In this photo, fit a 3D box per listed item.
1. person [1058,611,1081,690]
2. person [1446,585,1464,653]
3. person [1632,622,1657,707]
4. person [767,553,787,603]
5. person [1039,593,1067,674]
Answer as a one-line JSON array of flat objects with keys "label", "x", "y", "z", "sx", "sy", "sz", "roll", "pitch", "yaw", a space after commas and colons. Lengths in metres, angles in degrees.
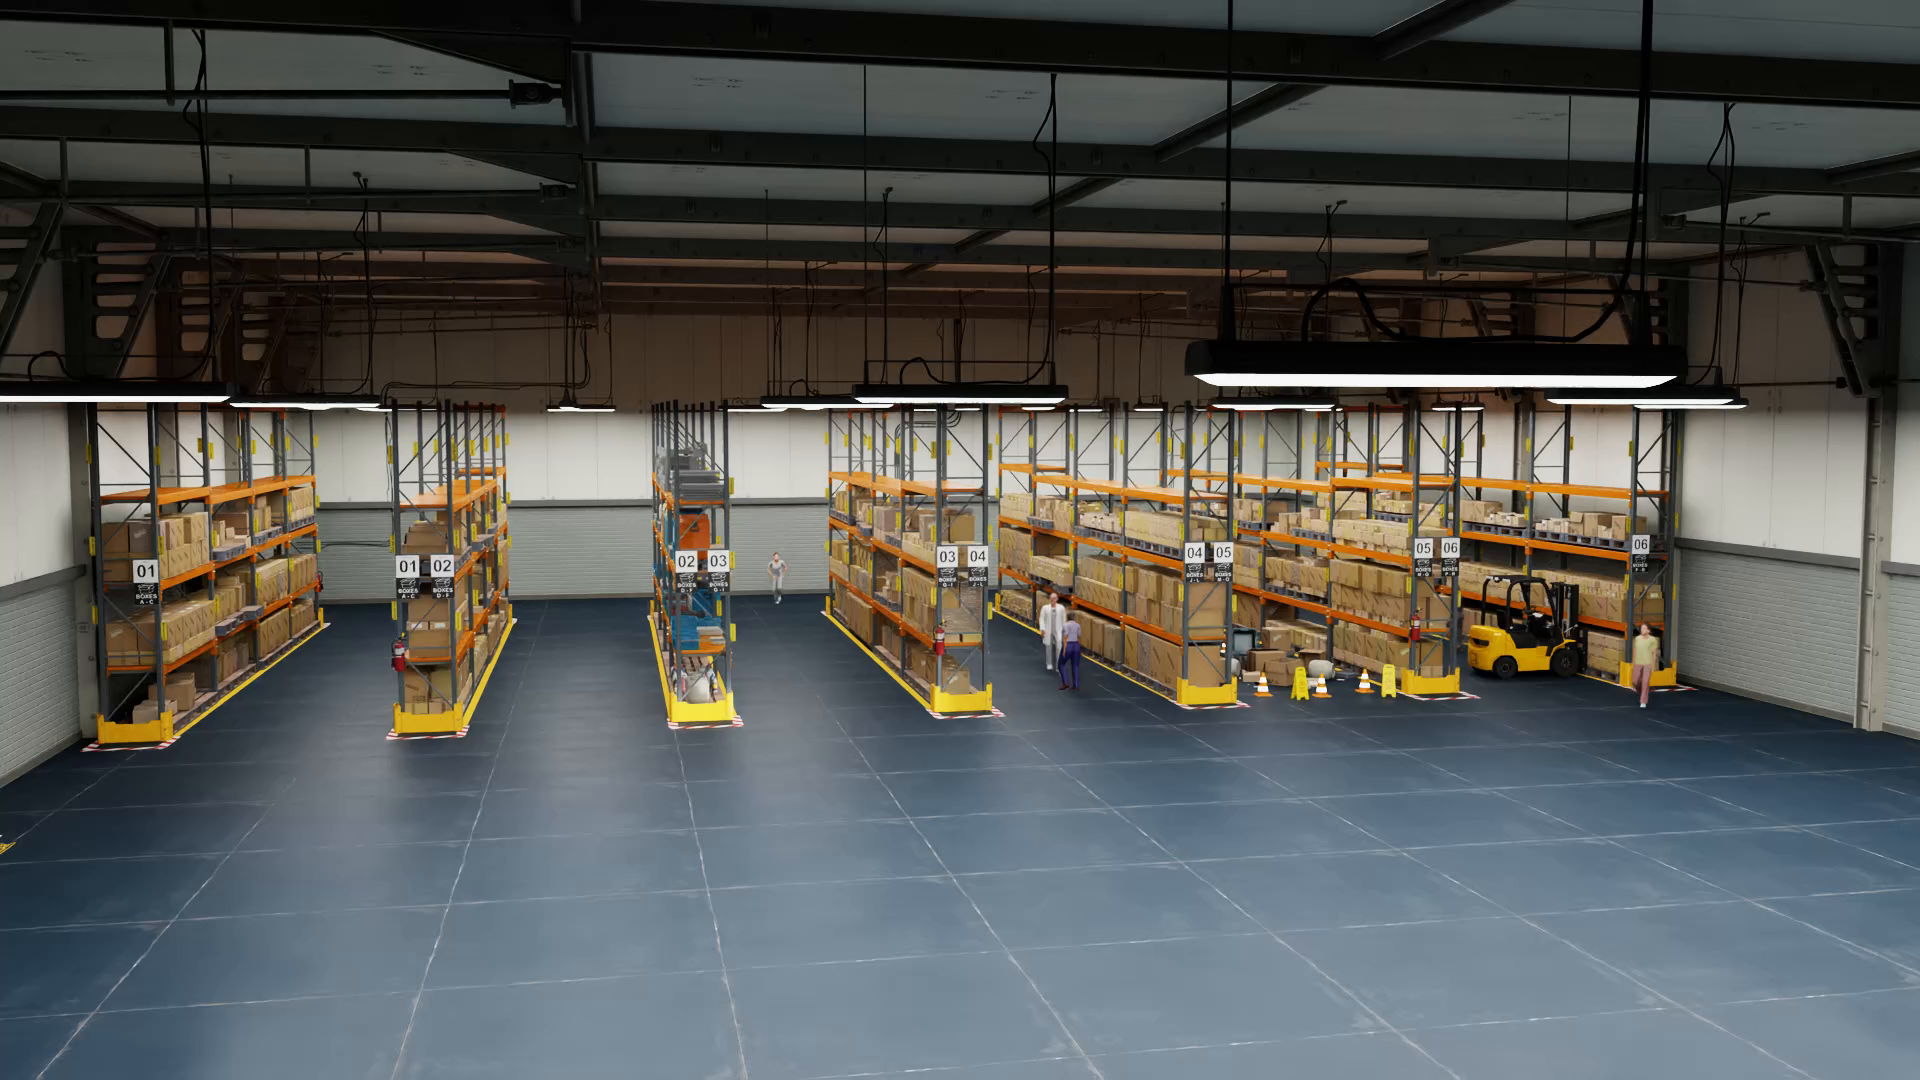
[{"label": "person", "x": 2.317, "y": 2.311, "z": 34.529, "sx": 0.507, "sy": 1.671, "sz": 0.497, "roll": -2, "pitch": 5, "yaw": -29}, {"label": "person", "x": 11.969, "y": 1.881, "z": 40.160, "sx": 0.506, "sy": 1.679, "sz": 0.383, "roll": -4, "pitch": 6, "yaw": -44}, {"label": "person", "x": 13.407, "y": 2.424, "z": 32.526, "sx": 0.447, "sy": 1.658, "sz": 0.604, "roll": 3, "pitch": 5, "yaw": 35}, {"label": "person", "x": -5.528, "y": 1.148, "z": 50.305, "sx": 0.579, "sy": 1.578, "sz": 0.698, "roll": 0, "pitch": 4, "yaw": -3}, {"label": "person", "x": 2.080, "y": 2.057, "z": 36.851, "sx": 0.650, "sy": 1.736, "sz": 1.035, "roll": 0, "pitch": 4, "yaw": 2}]
